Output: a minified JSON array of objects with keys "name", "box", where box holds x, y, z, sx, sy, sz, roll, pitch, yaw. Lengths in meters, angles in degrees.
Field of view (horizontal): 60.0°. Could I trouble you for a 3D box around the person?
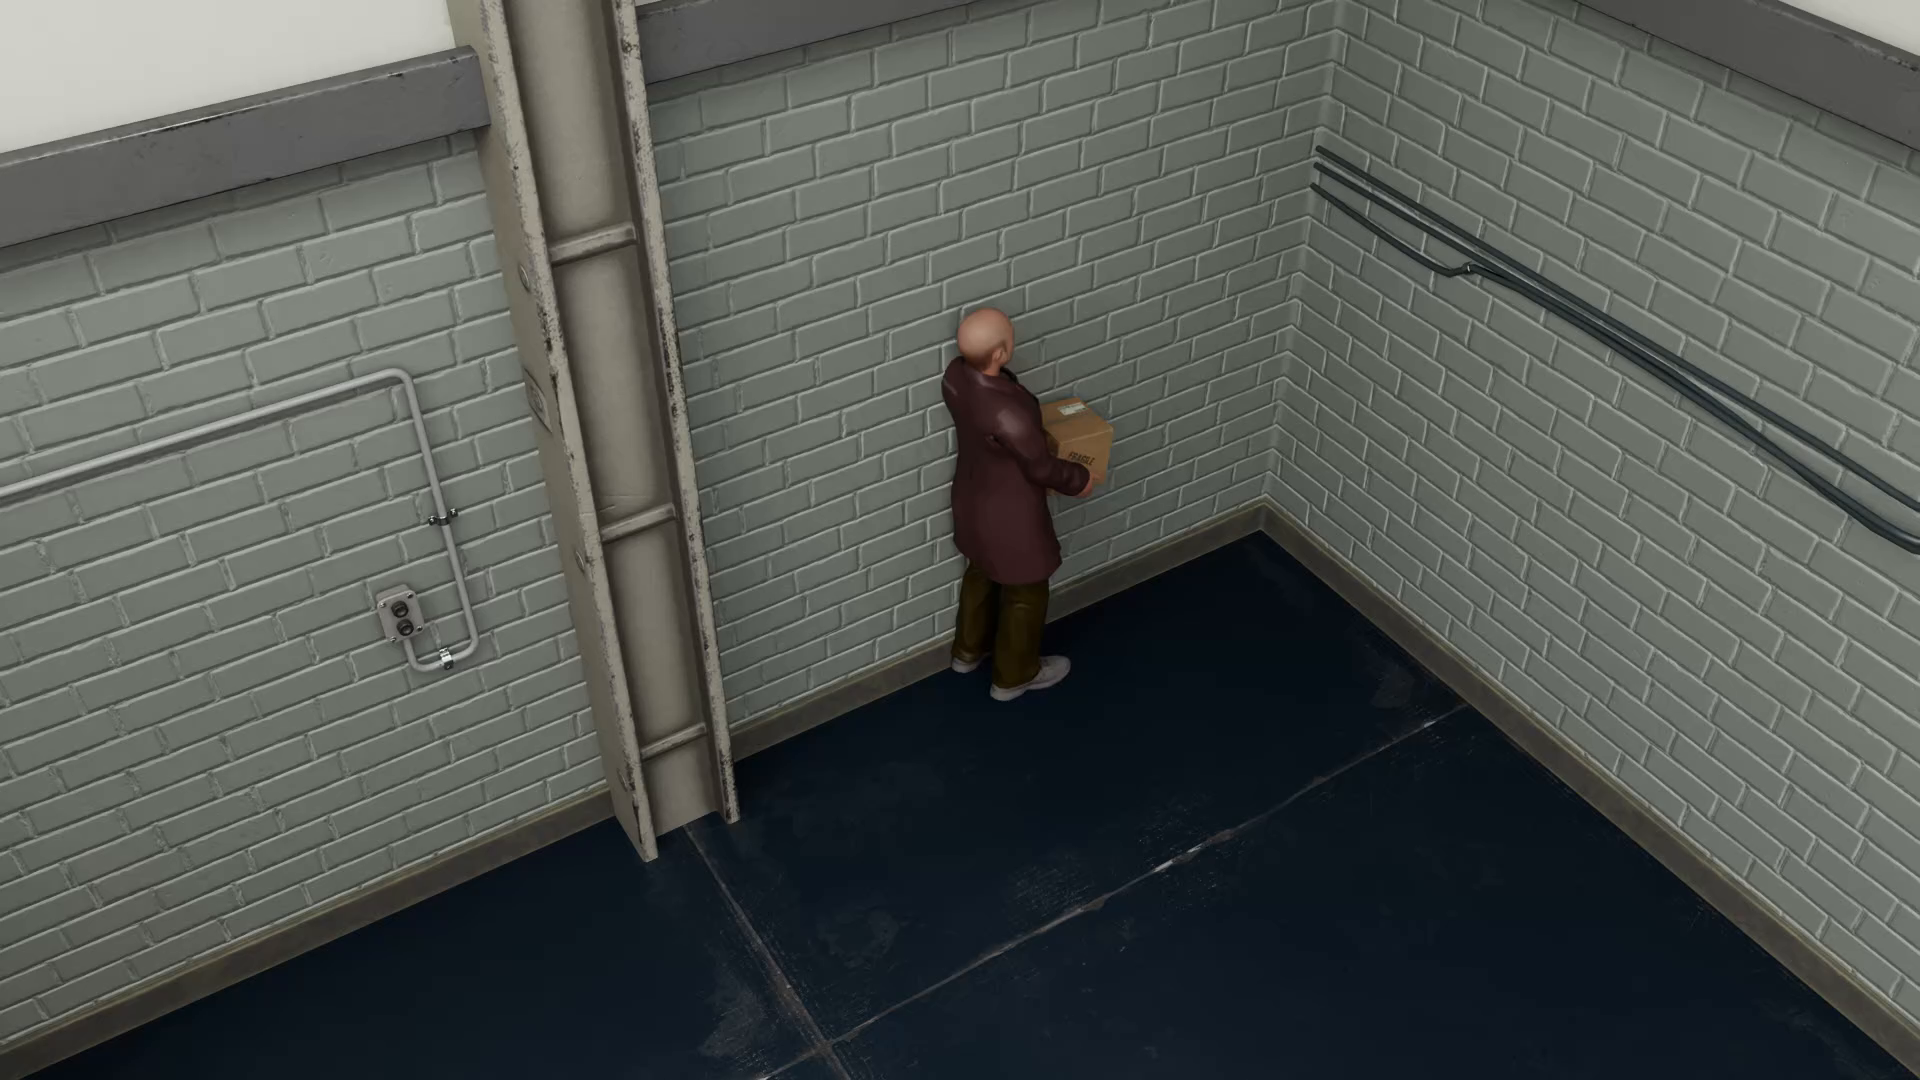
[{"name":"person","box":[0.235,-0.159,6.361,0.552,1.772,0.529,-21,45,-23]}]
